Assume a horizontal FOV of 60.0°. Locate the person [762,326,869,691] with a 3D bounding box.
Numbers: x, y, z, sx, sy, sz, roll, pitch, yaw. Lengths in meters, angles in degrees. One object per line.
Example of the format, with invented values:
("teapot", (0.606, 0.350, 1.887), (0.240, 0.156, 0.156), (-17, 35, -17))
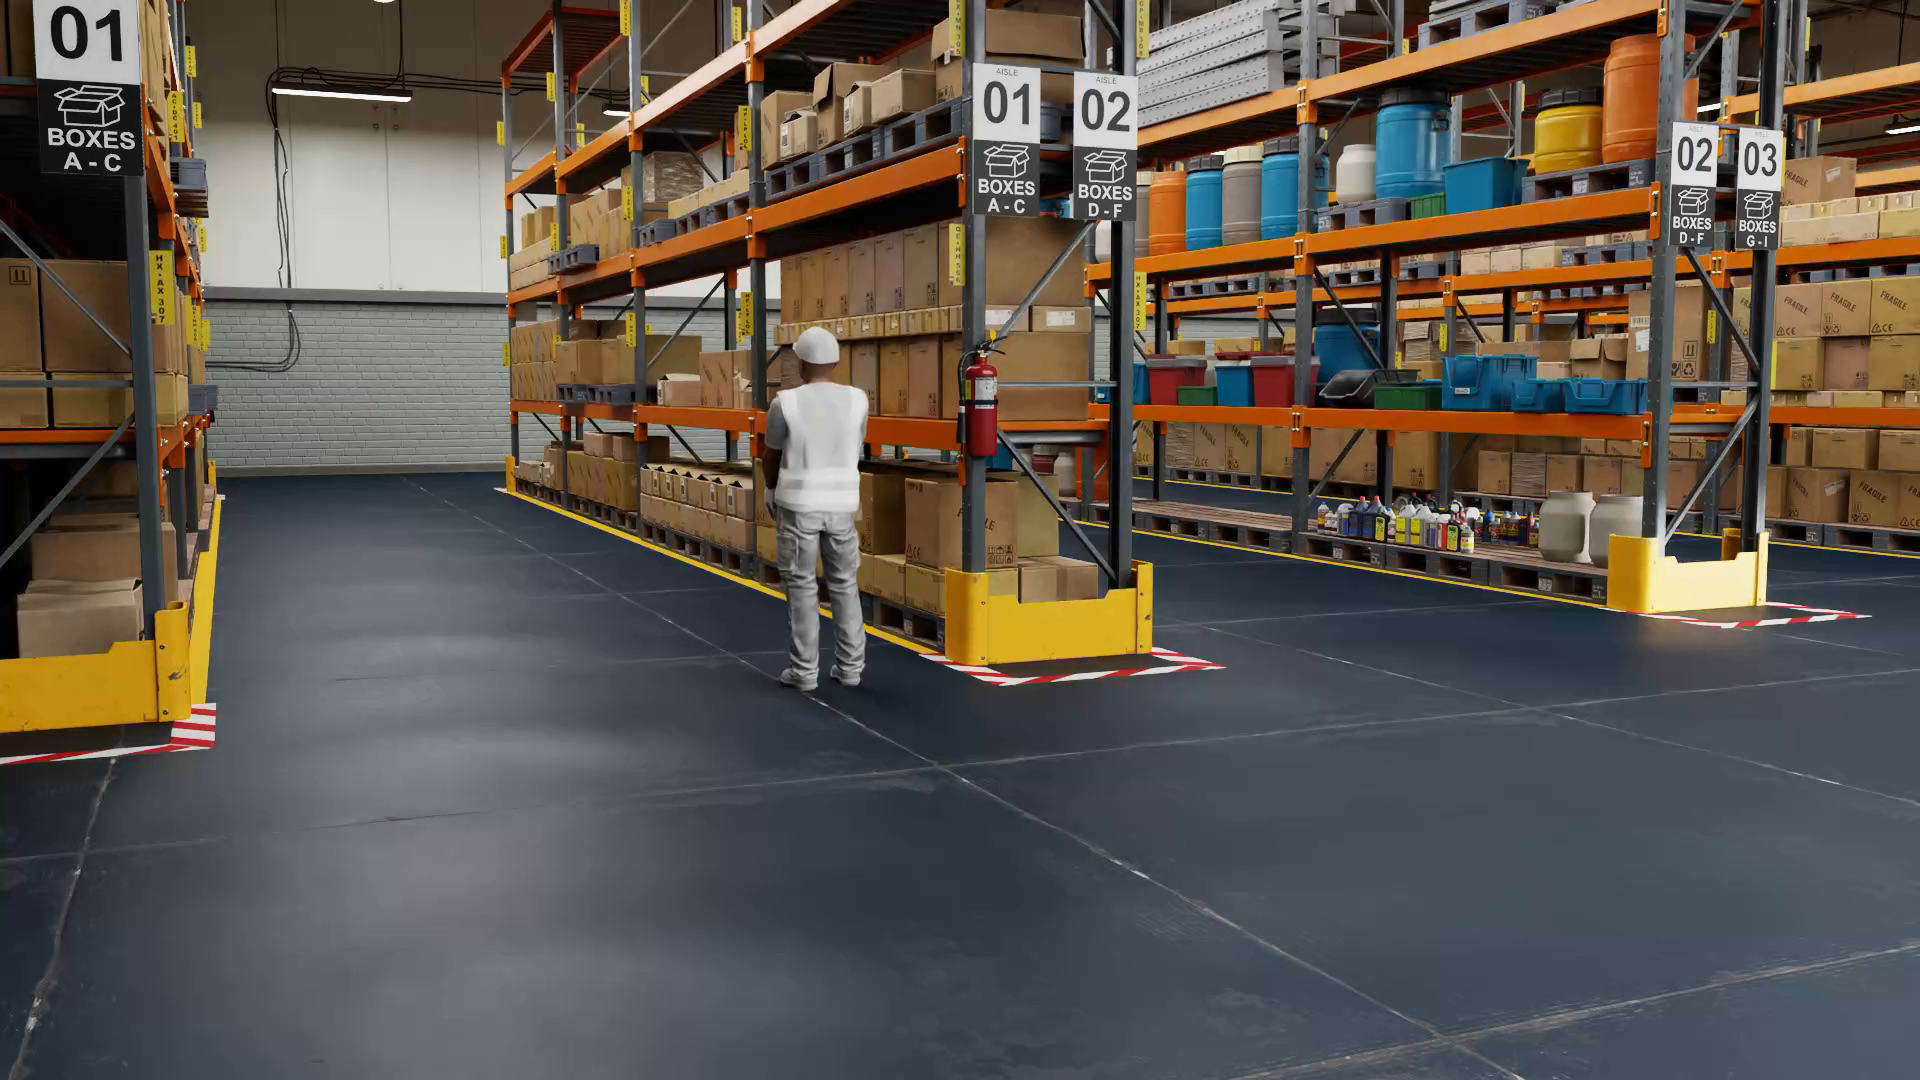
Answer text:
("person", (-0.733, -0.159, 8.281), (0.531, 1.788, 0.550), (-2, 6, -24))
